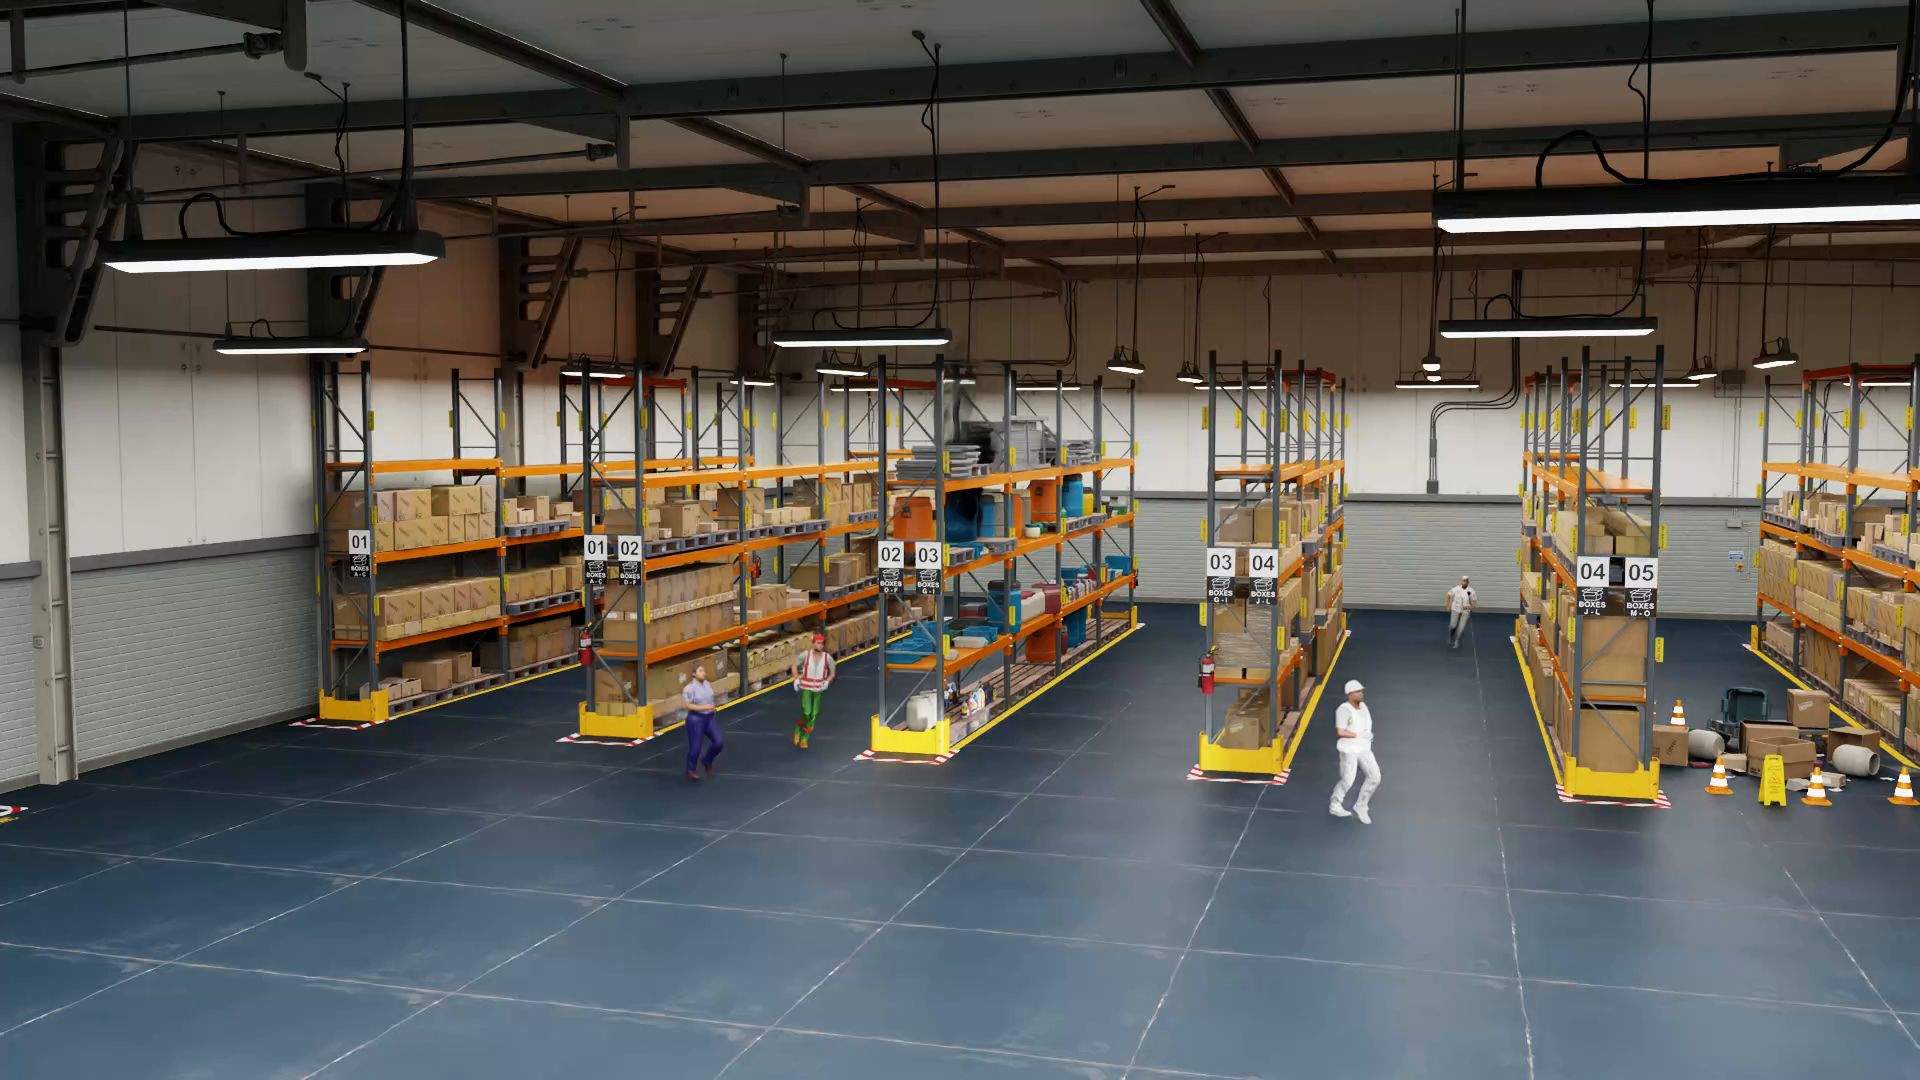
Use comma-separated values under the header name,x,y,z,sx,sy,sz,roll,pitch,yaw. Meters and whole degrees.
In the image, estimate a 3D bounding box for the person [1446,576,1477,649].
name,x,y,z,sx,sy,sz,roll,pitch,yaw
person,11.026,1.593,36.548,0.645,1.609,0.519,1,4,13

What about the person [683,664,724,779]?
name,x,y,z,sx,sy,sz,roll,pitch,yaw
person,-3.566,2.535,23.143,0.623,1.627,0.608,4,6,43

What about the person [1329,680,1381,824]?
name,x,y,z,sx,sy,sz,roll,pitch,yaw
person,4.920,2.646,20.668,0.653,1.816,0.737,-3,5,-37

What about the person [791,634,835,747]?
name,x,y,z,sx,sy,sz,roll,pitch,yaw
person,-2.227,2.313,25.506,0.670,1.739,0.539,-1,4,-17
